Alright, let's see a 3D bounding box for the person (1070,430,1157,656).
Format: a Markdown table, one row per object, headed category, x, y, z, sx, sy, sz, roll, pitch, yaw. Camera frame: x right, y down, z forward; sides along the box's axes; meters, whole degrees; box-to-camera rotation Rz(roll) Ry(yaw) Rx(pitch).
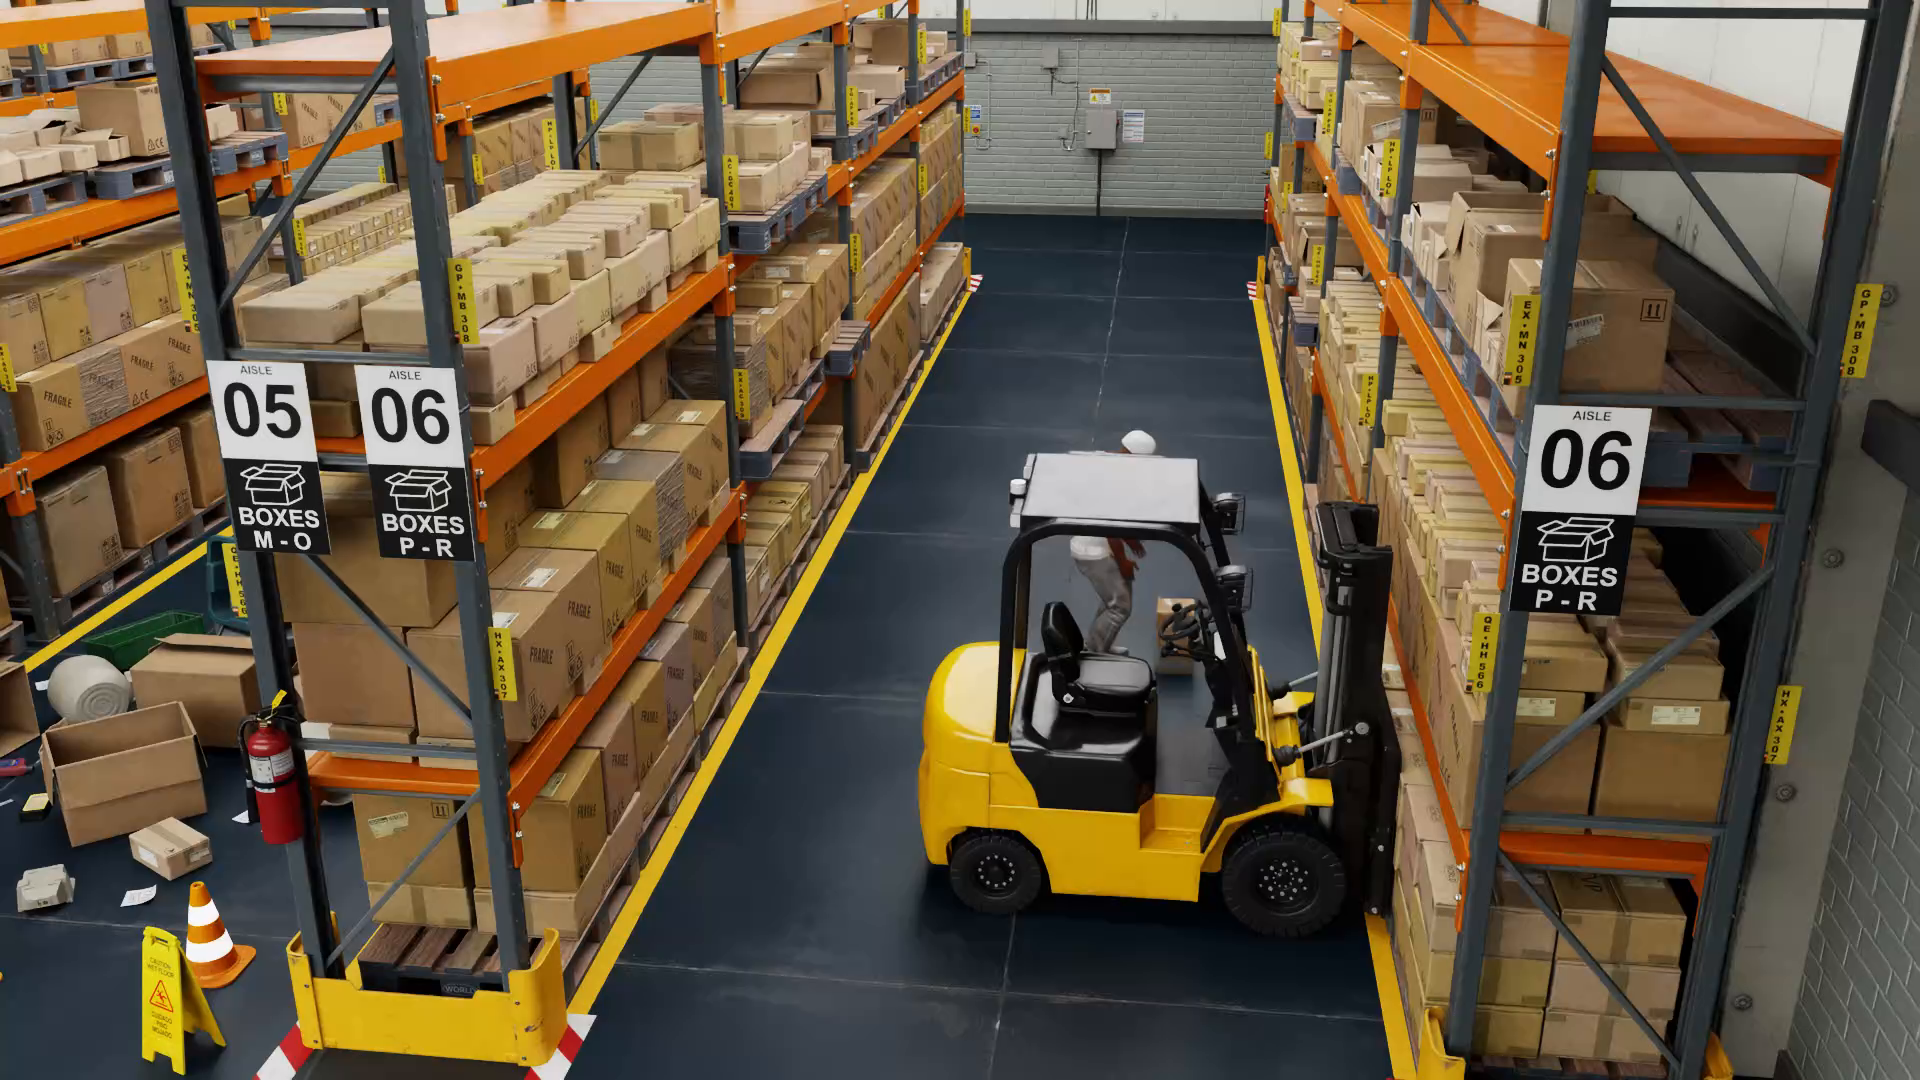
| category | x | y | z | sx | sy | sz | roll | pitch | yaw |
| --- | --- | --- | --- | --- | --- | --- | --- | --- | --- |
| person | 1.011 | 0.058 | 11.060 | 0.554 | 1.651 | 0.610 | 3 | 21 | 8 |
